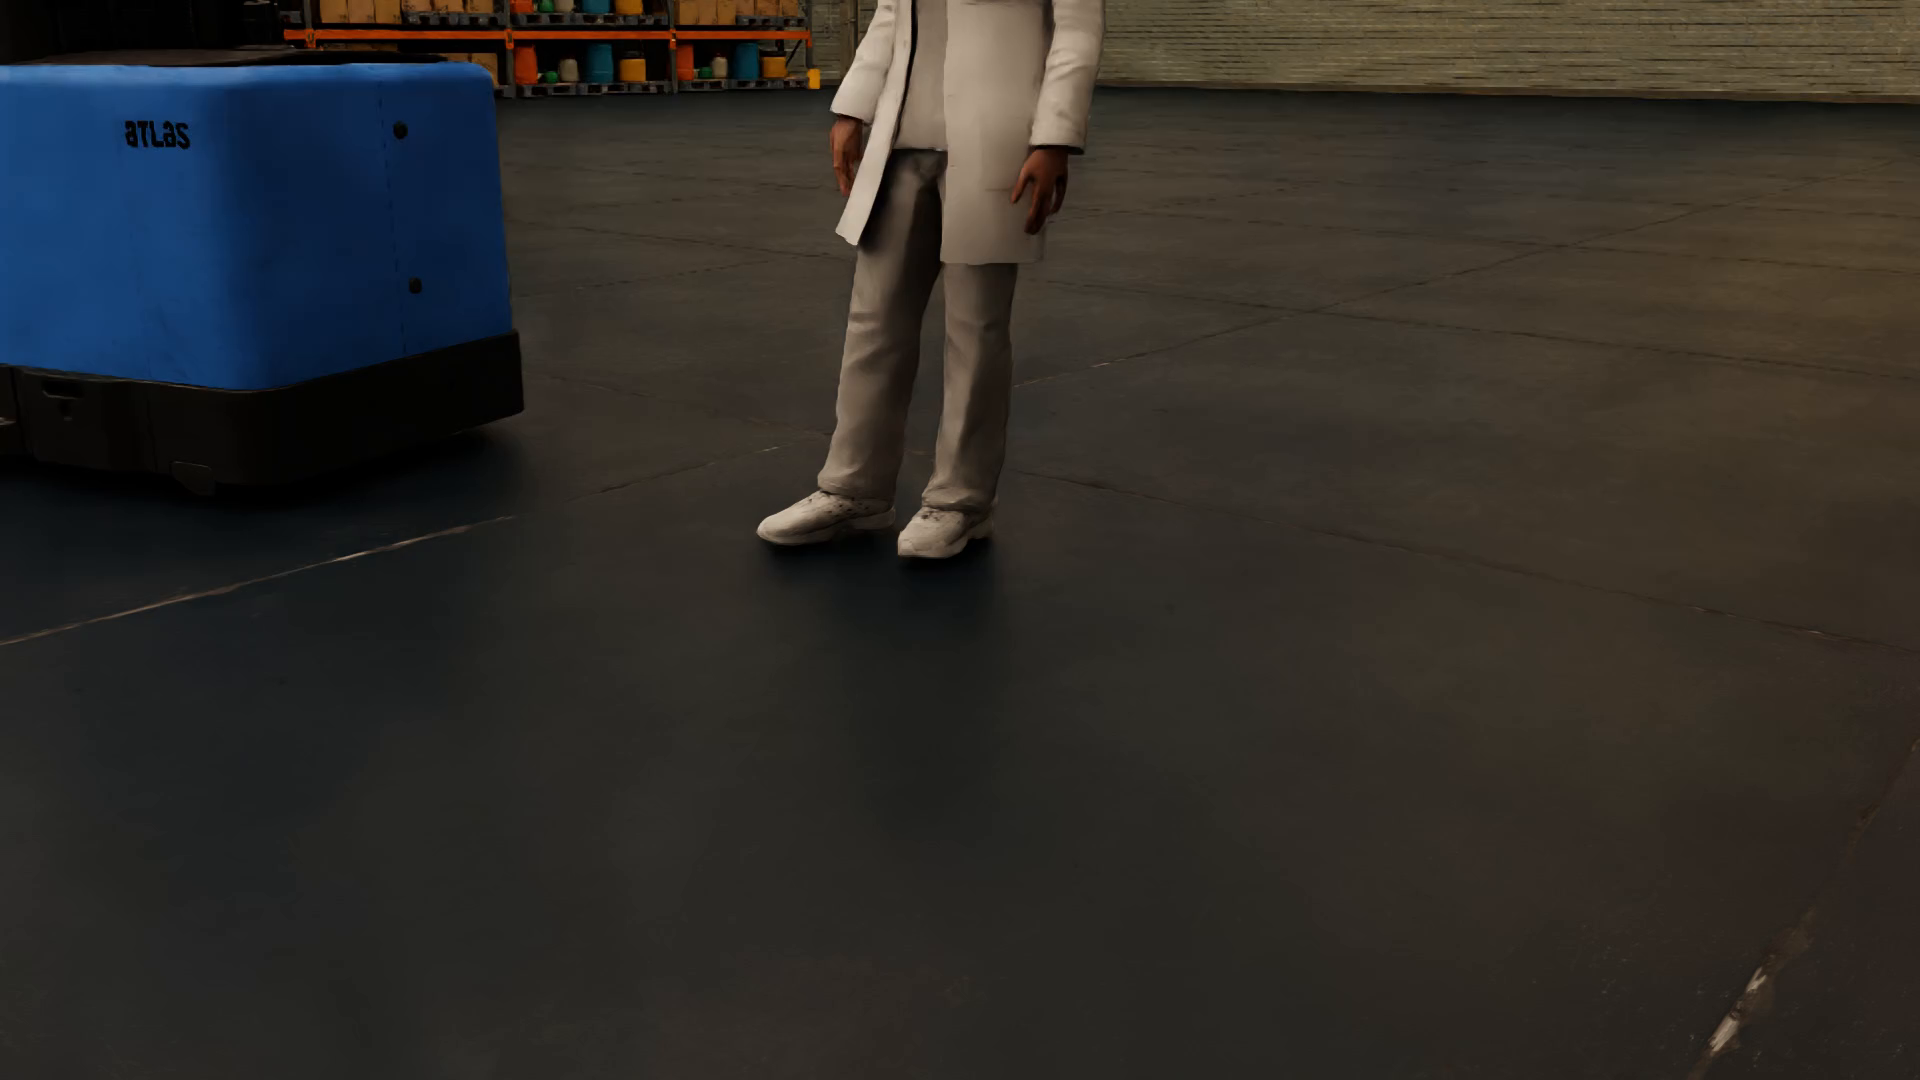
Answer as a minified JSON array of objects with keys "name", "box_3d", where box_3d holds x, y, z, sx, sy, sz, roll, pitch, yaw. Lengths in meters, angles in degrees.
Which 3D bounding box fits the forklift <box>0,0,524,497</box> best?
[{"name":"forklift","box_3d":[-2.863,-1.778,4.752,3.031,2.935,1.130,8,18,23]}]

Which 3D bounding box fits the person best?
[{"name":"person","box_3d":[-0.061,-0.838,3.616,0.698,1.778,0.578,13,21,37]}]
